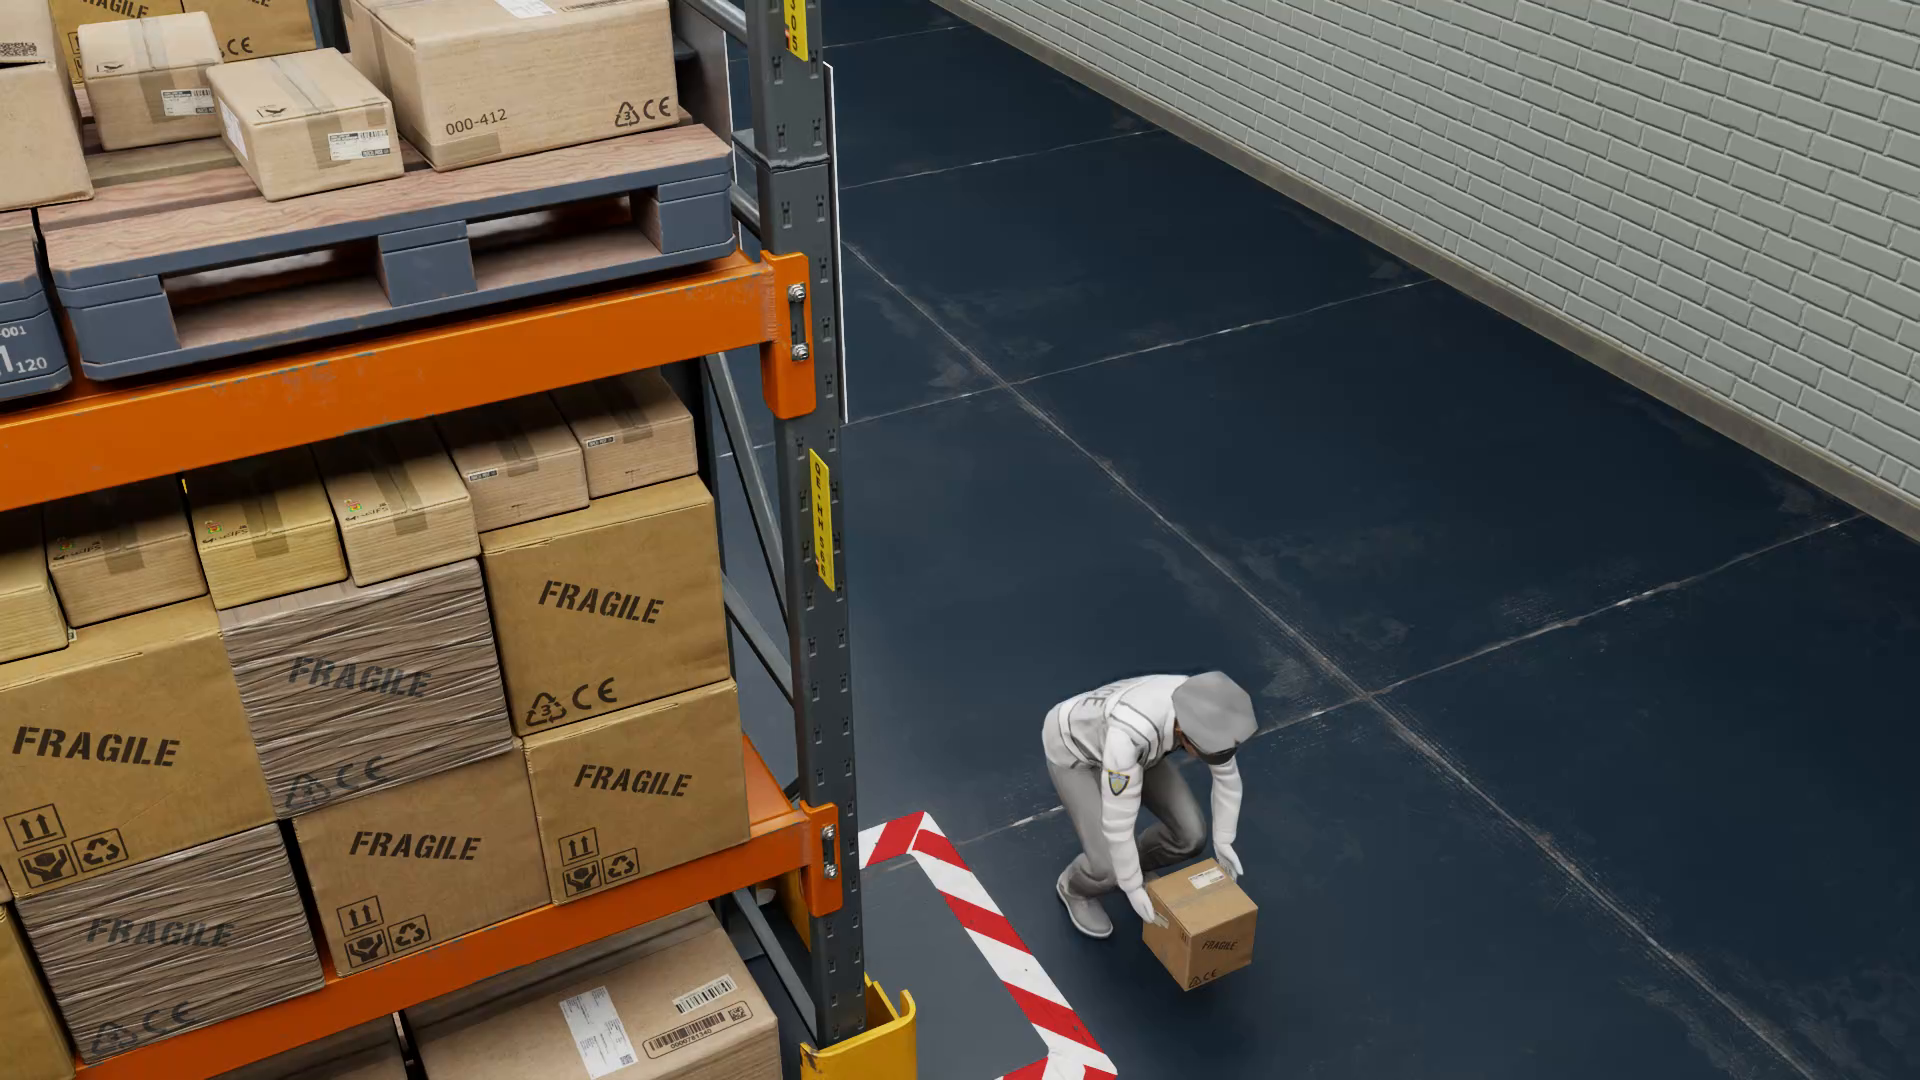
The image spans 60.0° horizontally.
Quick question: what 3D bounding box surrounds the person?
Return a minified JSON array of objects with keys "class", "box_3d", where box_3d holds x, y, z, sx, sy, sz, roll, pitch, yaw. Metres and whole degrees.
[{"class":"person","box_3d":[0.610,0.802,5.378,0.520,1.163,0.796,-16,37,-23]}]
